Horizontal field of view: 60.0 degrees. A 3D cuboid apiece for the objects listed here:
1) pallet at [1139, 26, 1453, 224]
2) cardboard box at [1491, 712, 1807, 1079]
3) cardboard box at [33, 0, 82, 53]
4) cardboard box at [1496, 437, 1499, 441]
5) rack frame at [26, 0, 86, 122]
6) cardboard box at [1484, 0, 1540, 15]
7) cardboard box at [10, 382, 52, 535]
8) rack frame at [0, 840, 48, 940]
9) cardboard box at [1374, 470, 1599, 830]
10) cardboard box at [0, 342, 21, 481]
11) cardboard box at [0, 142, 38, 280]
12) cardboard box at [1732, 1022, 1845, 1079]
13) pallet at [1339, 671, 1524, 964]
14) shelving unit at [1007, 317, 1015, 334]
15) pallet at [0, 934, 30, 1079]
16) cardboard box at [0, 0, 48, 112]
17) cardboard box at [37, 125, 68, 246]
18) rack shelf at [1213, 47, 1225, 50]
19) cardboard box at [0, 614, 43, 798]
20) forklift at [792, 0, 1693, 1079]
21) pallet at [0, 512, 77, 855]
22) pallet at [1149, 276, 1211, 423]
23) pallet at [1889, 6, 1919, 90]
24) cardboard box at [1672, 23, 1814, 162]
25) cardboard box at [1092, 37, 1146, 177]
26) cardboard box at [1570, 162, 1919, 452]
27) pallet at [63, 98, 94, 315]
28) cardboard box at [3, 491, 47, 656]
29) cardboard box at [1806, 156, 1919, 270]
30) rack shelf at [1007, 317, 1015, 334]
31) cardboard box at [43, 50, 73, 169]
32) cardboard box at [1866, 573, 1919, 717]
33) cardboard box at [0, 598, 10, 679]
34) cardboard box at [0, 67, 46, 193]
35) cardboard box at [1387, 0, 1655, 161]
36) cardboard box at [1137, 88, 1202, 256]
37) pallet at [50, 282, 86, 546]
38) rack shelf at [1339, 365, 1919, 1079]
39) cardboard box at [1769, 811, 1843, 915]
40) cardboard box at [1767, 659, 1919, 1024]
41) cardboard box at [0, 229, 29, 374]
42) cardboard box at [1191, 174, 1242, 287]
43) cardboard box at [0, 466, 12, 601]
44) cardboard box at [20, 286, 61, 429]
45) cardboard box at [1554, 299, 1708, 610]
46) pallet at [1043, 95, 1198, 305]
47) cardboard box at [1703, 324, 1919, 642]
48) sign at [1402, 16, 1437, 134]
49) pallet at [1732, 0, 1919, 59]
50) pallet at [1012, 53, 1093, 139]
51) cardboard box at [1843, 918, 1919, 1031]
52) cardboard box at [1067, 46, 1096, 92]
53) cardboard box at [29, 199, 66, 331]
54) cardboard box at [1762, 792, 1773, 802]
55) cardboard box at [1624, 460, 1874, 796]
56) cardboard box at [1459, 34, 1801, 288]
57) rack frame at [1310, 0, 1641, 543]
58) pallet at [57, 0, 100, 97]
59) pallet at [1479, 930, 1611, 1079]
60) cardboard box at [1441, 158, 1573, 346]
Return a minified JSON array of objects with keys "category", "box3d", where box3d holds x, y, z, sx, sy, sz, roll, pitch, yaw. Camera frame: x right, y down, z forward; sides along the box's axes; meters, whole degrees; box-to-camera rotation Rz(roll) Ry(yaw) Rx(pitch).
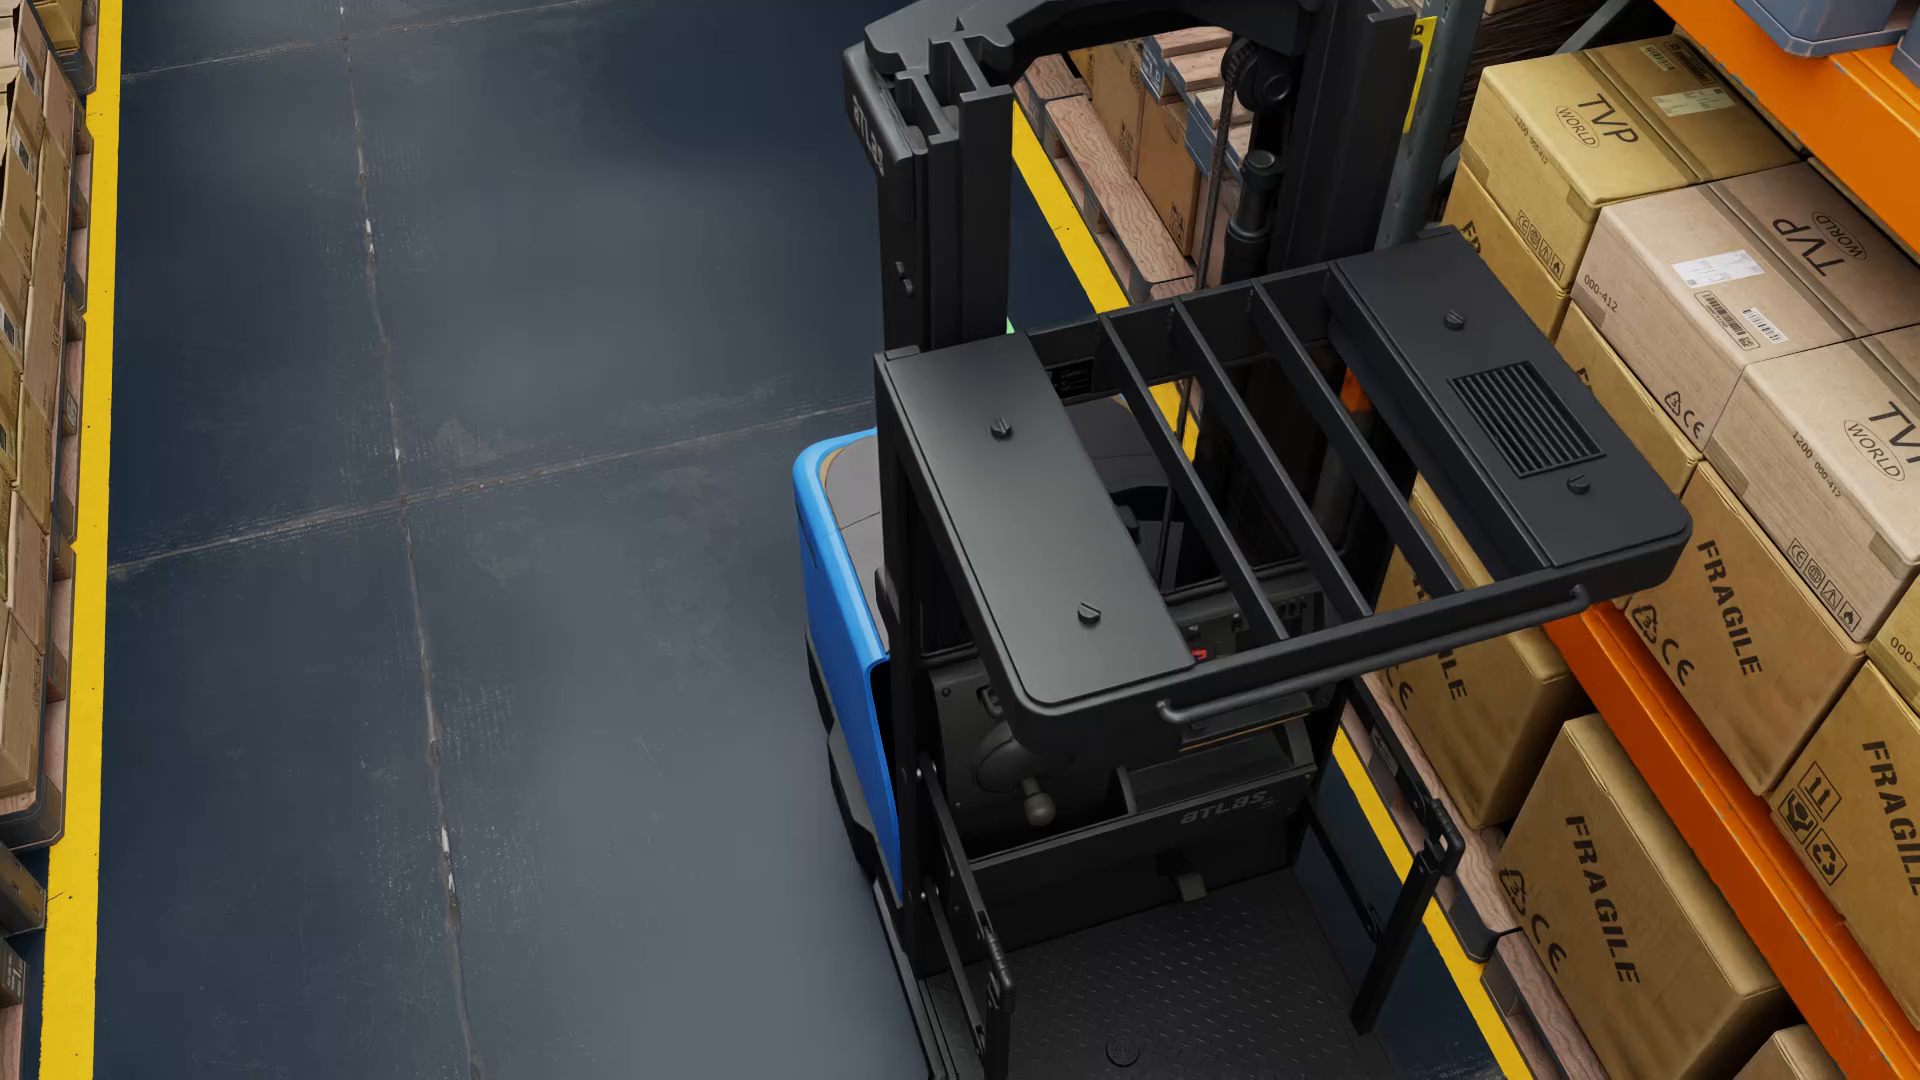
[{"category":"pallet","box3d":[1.283,-1.332,5.036,1.213,0.211,1.003,-13,51,-11]},{"category":"cardboard box","box3d":[1.940,0.868,4.188,0.750,0.750,0.750,-14,51,-11]},{"category":"cardboard box","box3d":[-4.166,-2.352,7.295,0.500,0.250,0.500,-13,51,-11]},{"category":"cardboard box","box3d":[1.538,-0.344,4.229,0.380,0.149,0.250,-13,51,-10]},{"category":"rack frame","box3d":[-4.319,-2.696,6.061,1.000,3.000,0.127,-13,51,-11]},{"category":"cardboard box","box3d":[1.465,-1.526,4.297,0.380,0.149,0.250,-19,53,-16]},{"category":"cardboard box","box3d":[-3.319,-0.218,5.495,0.500,0.250,0.500,-15,51,-12]},{"category":"rack frame","box3d":[-3.136,0.225,3.598,1.000,3.000,0.127,-13,51,-11]},{"category":"cardboard box","box3d":[1.687,0.227,4.728,0.750,0.750,0.750,-14,51,-11]},{"category":"cardboard box","box3d":[-3.322,-0.408,5.289,0.500,0.311,0.500,-15,51,-12]},{"category":"cardboard box","box3d":[-3.620,-1.151,5.916,0.500,0.311,0.500,-13,51,-11]},{"category":"cardboard box","box3d":[2.196,1.488,3.665,0.750,0.750,0.750,-12,51,-10]},{"category":"pallet","box3d":[1.757,0.594,5.111,1.003,0.211,1.213,-13,51,-11]},{"category":"shelving unit","box3d":[0.026,-0.317,5.232,0.258,1.200,0.503,-14,51,-12]},{"category":"pallet","box3d":[-2.951,1.678,4.197,1.003,0.211,1.213,-13,51,-11]},{"category":"cardboard box","box3d":[-3.925,-1.895,6.542,0.500,0.311,0.500,-13,51,-11]},{"category":"cardboard box","box3d":[-3.771,-1.338,6.440,0.500,0.250,0.500,-14,51,-12]},{"category":"rack shelf","box3d":[1.004,-2.126,6.051,1.077,0.370,4.000,-13,51,-11]},{"category":"cardboard box","box3d":[-3.010,0.527,4.867,0.500,0.250,0.500,-13,51,-11]},{"category":"forklift","box3d":[0.466,0.447,3.456,1.130,2.935,3.031,-14,51,-12]},{"category":"pallet","box3d":[-3.342,0.514,5.178,1.003,0.211,1.213,-13,51,-11]},{"category":"pallet","box3d":[1.366,-0.570,6.092,1.003,0.211,1.213,-13,51,-11]},{"category":"pallet","box3d":[2.170,-0.529,2.396,1.003,0.211,1.213,-11,51,-9]},{"category":"cardboard box","box3d":[1.977,-1.001,3.868,0.500,0.250,0.500,-12,51,-10]},{"category":"cardboard box","box3d":[0.959,-1.873,6.714,0.700,0.500,0.500,-13,51,-11]},{"category":"cardboard box","box3d":[1.643,-0.491,3.439,0.500,0.250,0.500,-14,51,-11]},{"category":"pallet","box3d":[-4.063,-1.268,6.681,1.003,0.211,1.213,-13,51,-11]},{"category":"cardboard box","box3d":[-3.159,0.161,5.176,0.500,0.250,0.500,-15,51,-12]},{"category":"cardboard box","box3d":[2.127,-0.622,3.549,0.500,0.250,0.500,-15,51,-12]},{"category":"rack shelf","box3d":[0.026,-0.585,4.914,0.258,0.148,0.480,-14,51,-12]},{"category":"cardboard box","box3d":[-3.919,-1.708,6.752,0.500,0.250,0.500,-14,51,-11]},{"category":"cardboard box","box3d":[1.952,0.244,2.819,0.500,0.250,0.500,-14,51,-12]},{"category":"cardboard box","box3d":[-3.010,0.347,4.653,0.500,0.311,0.500,-12,51,-10]},{"category":"cardboard box","box3d":[-3.765,-1.516,6.223,0.500,0.311,0.500,-12,51,-10]},{"category":"cardboard box","box3d":[1.447,-1.412,4.626,0.700,0.500,0.500,-19,52,-15]},{"category":"cardboard box","box3d":[1.117,-1.506,6.405,0.700,0.500,0.500,-14,51,-11]},{"category":"pallet","box3d":[-3.699,-0.375,5.928,1.003,0.211,1.213,-13,51,-11]},{"category":"rack shelf","box3d":[2.187,0.795,3.588,1.077,0.370,4.000,-13,51,-11]},{"category":"cardboard box","box3d":[1.935,0.588,3.444,0.380,0.149,0.250,-13,51,-11]},{"category":"cardboard box","box3d":[1.948,0.507,3.088,0.500,0.500,0.500,-12,51,-10]},{"category":"cardboard box","box3d":[-3.475,-0.783,5.605,0.500,0.311,0.500,-14,51,-11]},{"category":"cardboard box","box3d":[1.291,-1.150,6.105,0.700,0.500,0.500,-13,51,-11]},{"category":"cardboard box","box3d":[-3.173,-0.035,4.975,0.500,0.311,0.500,-14,51,-12]},{"category":"cardboard box","box3d":[-3.470,-0.592,5.811,0.500,0.250,0.500,-12,51,-10]},{"category":"cardboard box","box3d":[1.640,-0.235,3.713,0.500,0.500,0.500,-12,51,-10]},{"category":"pallet","box3d":[1.009,-1.459,6.842,1.003,0.211,1.213,-13,51,-11]},{"category":"cardboard box","box3d":[1.795,-0.127,3.132,0.500,0.250,0.500,-13,51,-11]},{"category":"sign","box3d":[1.080,-1.115,4.023,0.100,0.325,0.005,-13,51,-11]},{"category":"pallet","box3d":[1.836,-1.345,3.084,1.213,0.211,1.003,-11,51,-9]},{"category":"pallet","box3d":[0.644,-2.352,7.594,1.003,0.211,1.213,-13,51,-11]},{"category":"cardboard box","box3d":[2.006,0.781,3.281,0.380,0.149,0.250,-12,51,-10]},{"category":"cardboard box","box3d":[0.847,-2.255,7.036,0.700,0.500,0.500,-14,51,-12]},{"category":"cardboard box","box3d":[-3.619,-0.964,6.125,0.500,0.250,0.500,-12,51,-10]},{"category":"cardboard box","box3d":[1.879,0.404,3.599,0.380,0.149,0.250,-13,51,-10]},{"category":"cardboard box","box3d":[1.786,0.128,3.407,0.500,0.500,0.500,-14,51,-11]},{"category":"cardboard box","box3d":[1.492,-0.863,3.752,0.500,0.250,0.500,-12,51,-10]},{"category":"rack frame","box3d":[1.595,-0.897,4.545,1.000,3.000,0.127,-13,51,-11]},{"category":"pallet","box3d":[-4.514,-2.388,7.625,1.003,0.211,1.213,-13,51,-11]},{"category":"pallet","box3d":[2.114,1.484,4.361,1.003,0.211,1.213,-13,51,-11]},{"category":"cardboard box","box3d":[1.495,-0.619,4.037,0.500,0.500,0.500,-12,51,-10]}]
